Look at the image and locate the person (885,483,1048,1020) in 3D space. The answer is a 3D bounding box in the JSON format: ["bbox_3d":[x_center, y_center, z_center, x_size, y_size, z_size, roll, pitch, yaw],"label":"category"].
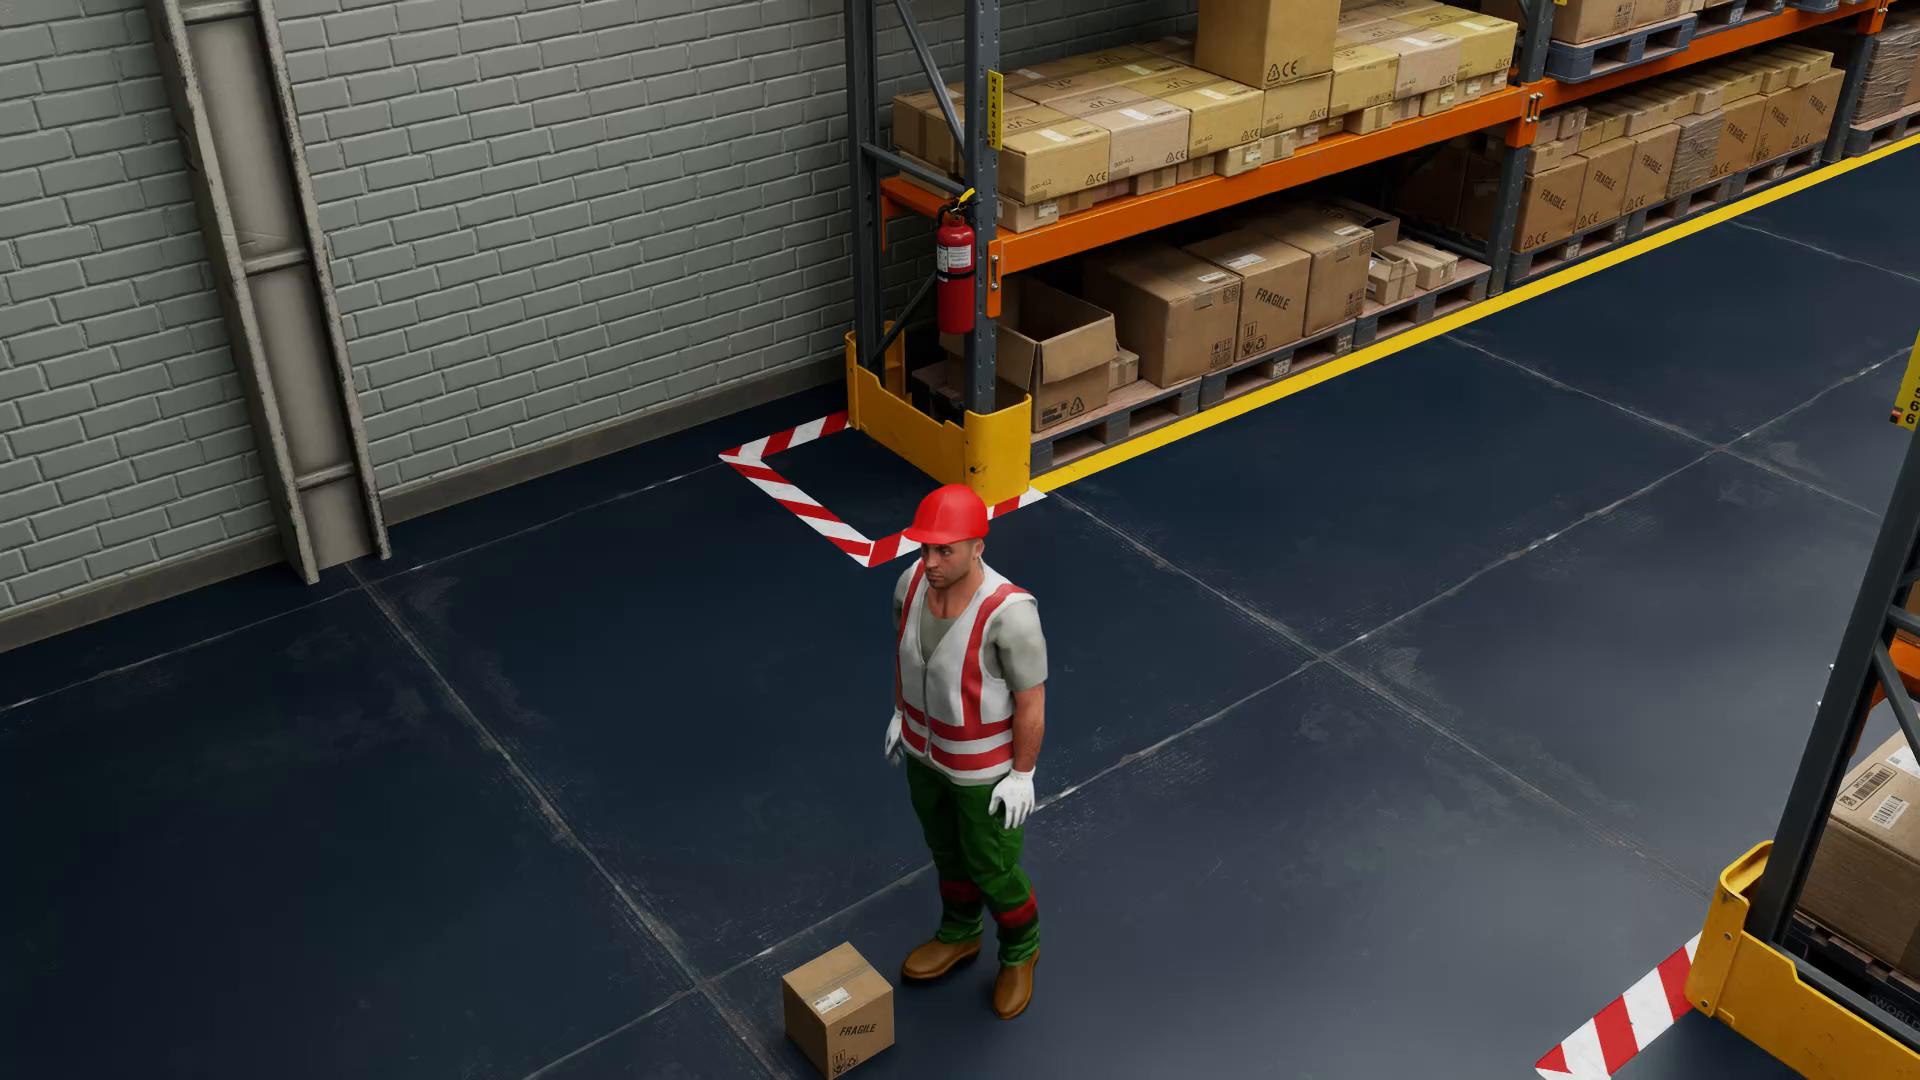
[{"bbox_3d":[0.004,0.645,5.051,0.595,1.821,0.380,27,41,36],"label":"person"}]
